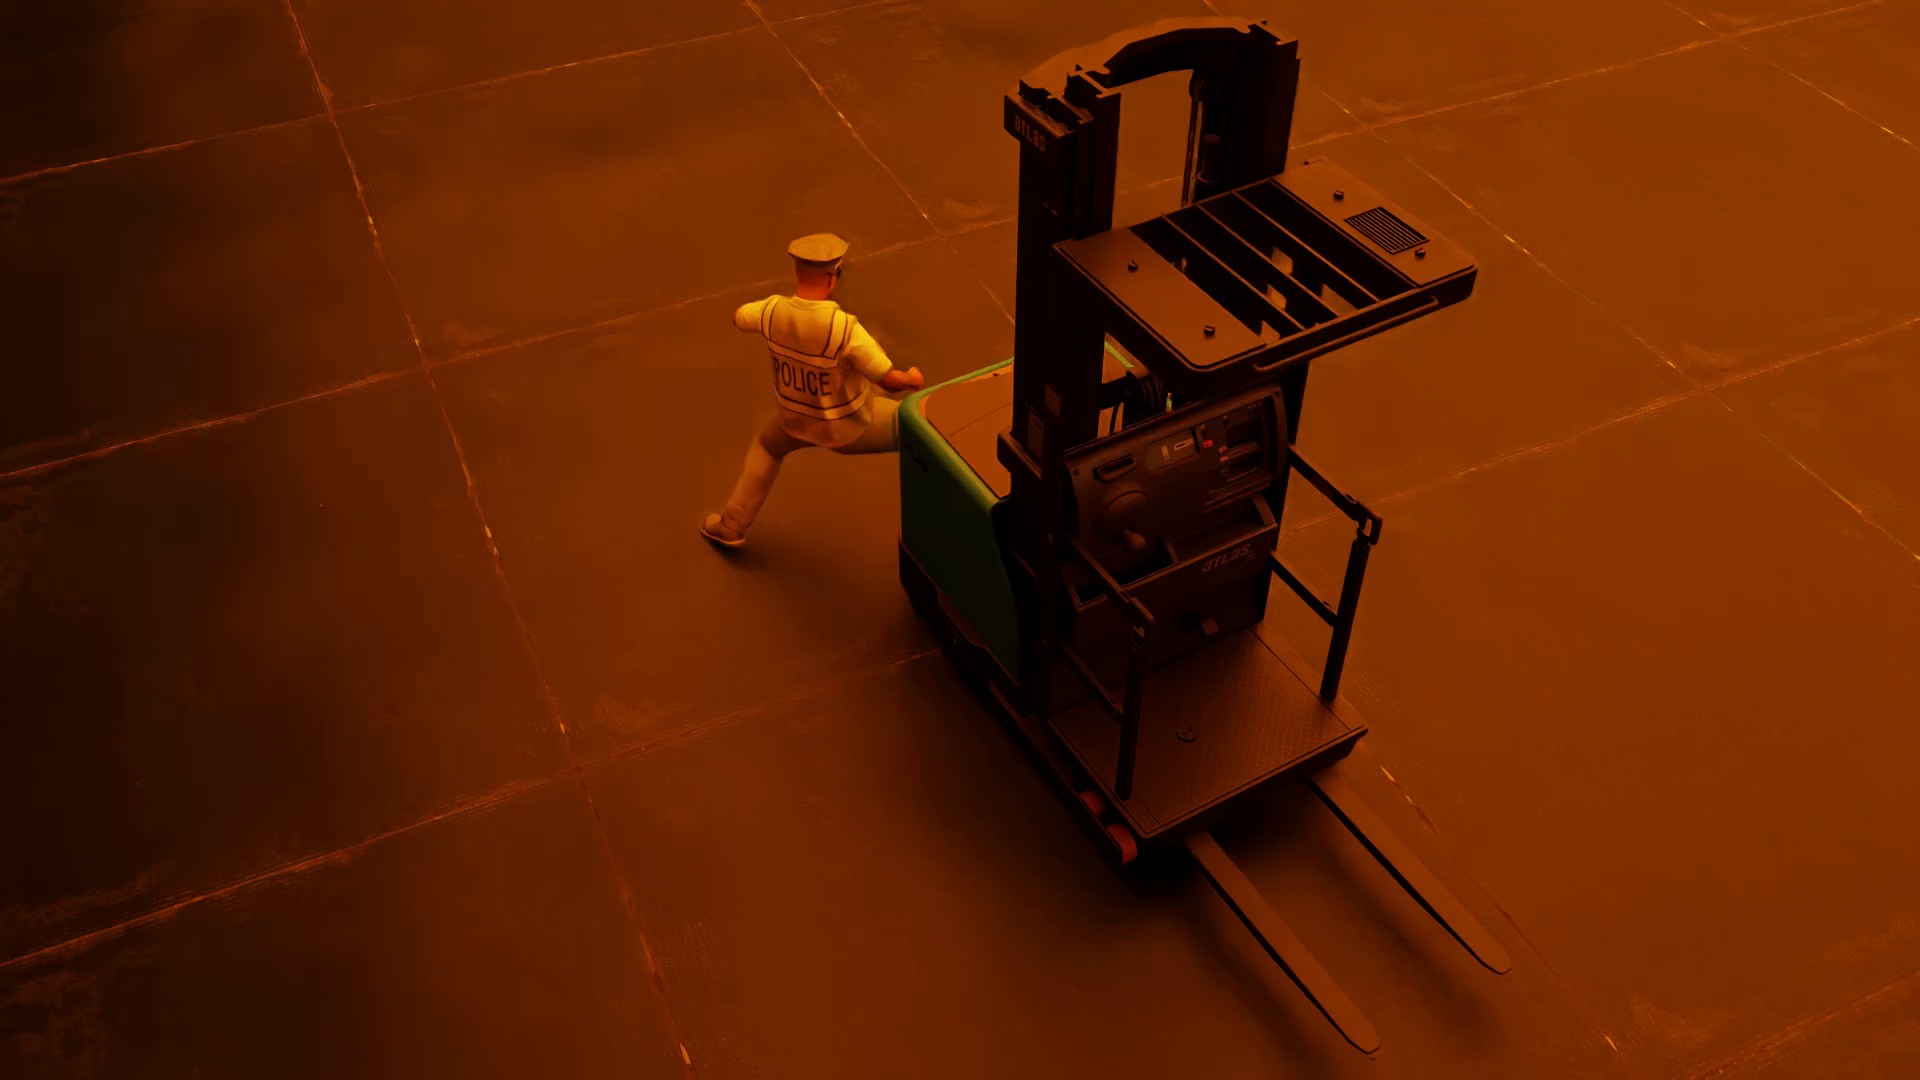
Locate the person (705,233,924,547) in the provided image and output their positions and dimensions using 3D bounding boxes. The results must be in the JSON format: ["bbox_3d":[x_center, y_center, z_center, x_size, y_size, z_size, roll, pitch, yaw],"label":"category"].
[{"bbox_3d":[-0.589,-0.691,7.455,1.069,1.599,0.964,19,46,19],"label":"person"}]

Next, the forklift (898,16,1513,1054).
[{"bbox_3d":[0.905,-0.172,5.865,1.130,2.935,3.031,-22,47,-22],"label":"forklift"}]
